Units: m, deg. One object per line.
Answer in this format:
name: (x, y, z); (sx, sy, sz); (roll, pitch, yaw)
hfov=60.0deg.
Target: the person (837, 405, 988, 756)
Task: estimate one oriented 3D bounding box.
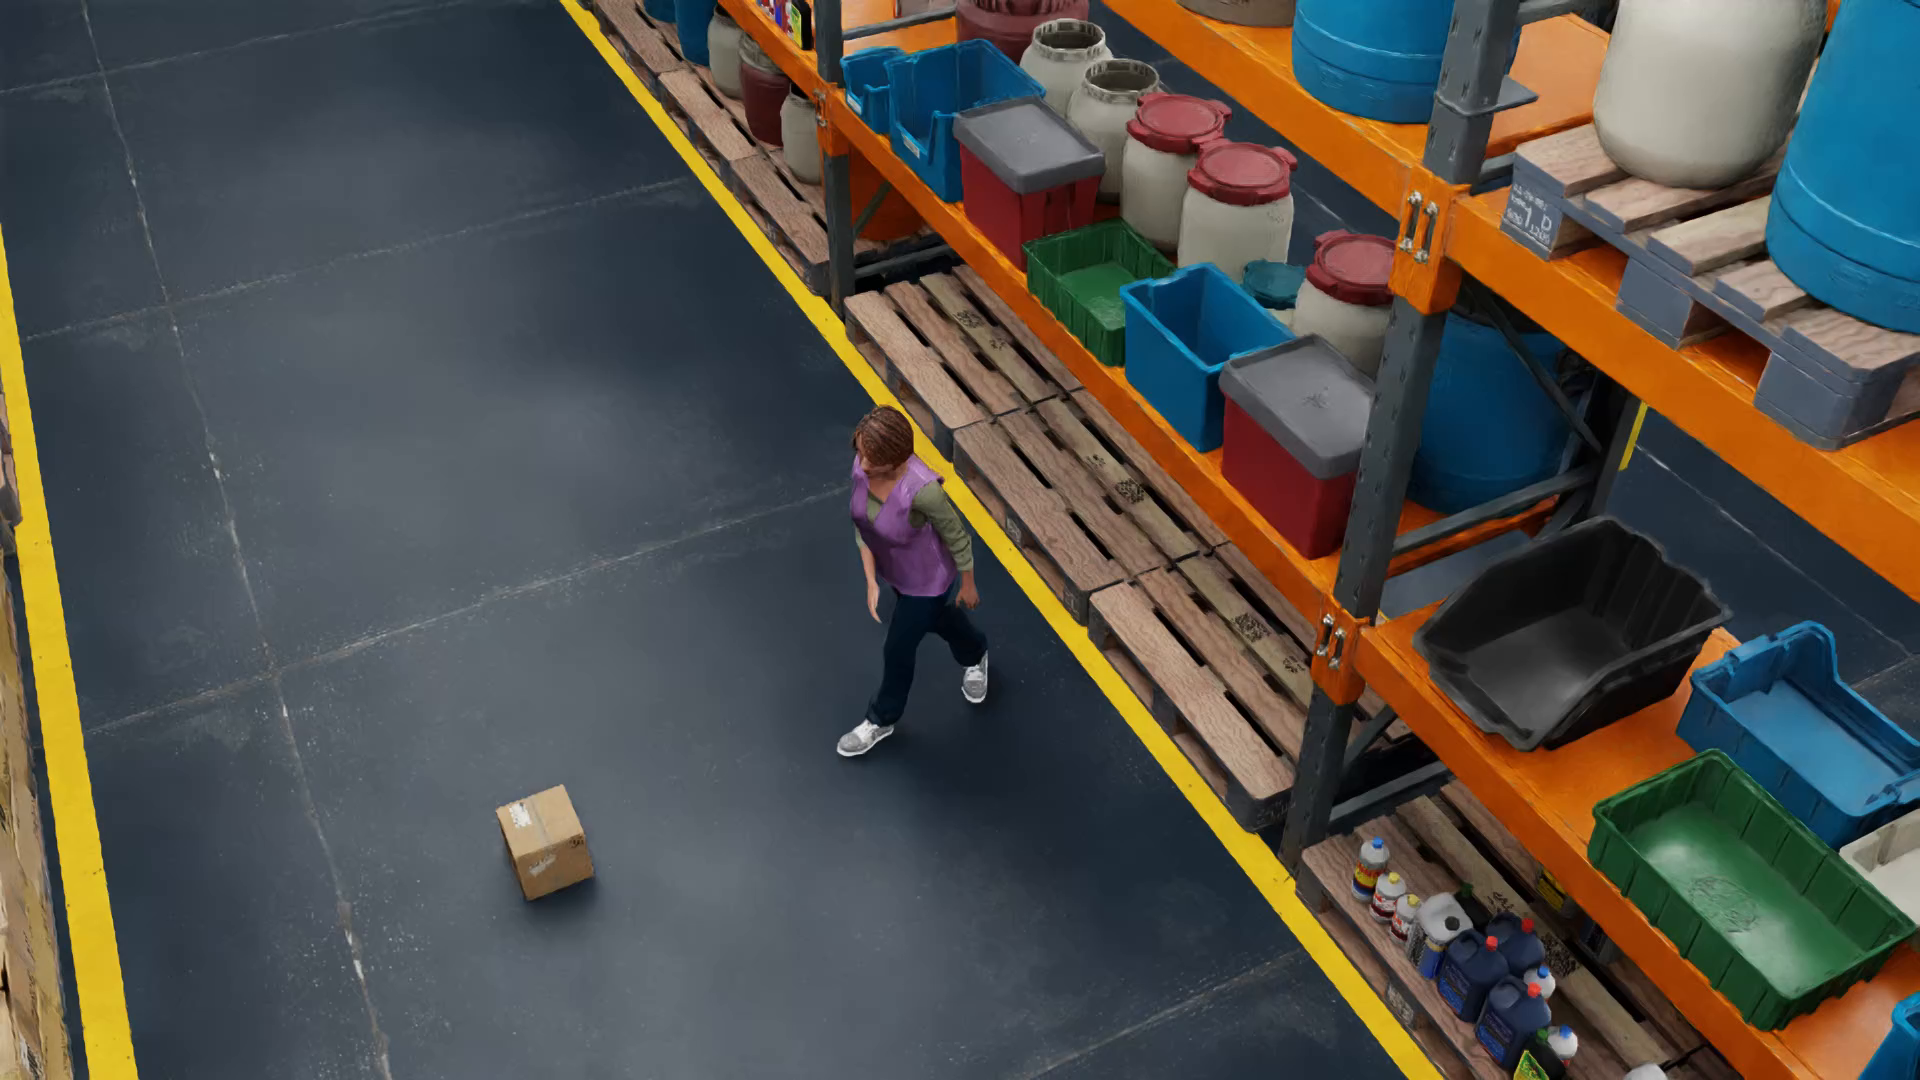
person: (-0.143, 0.134, 6.056); (0.764, 1.523, 0.415); (-29, 49, -28)
